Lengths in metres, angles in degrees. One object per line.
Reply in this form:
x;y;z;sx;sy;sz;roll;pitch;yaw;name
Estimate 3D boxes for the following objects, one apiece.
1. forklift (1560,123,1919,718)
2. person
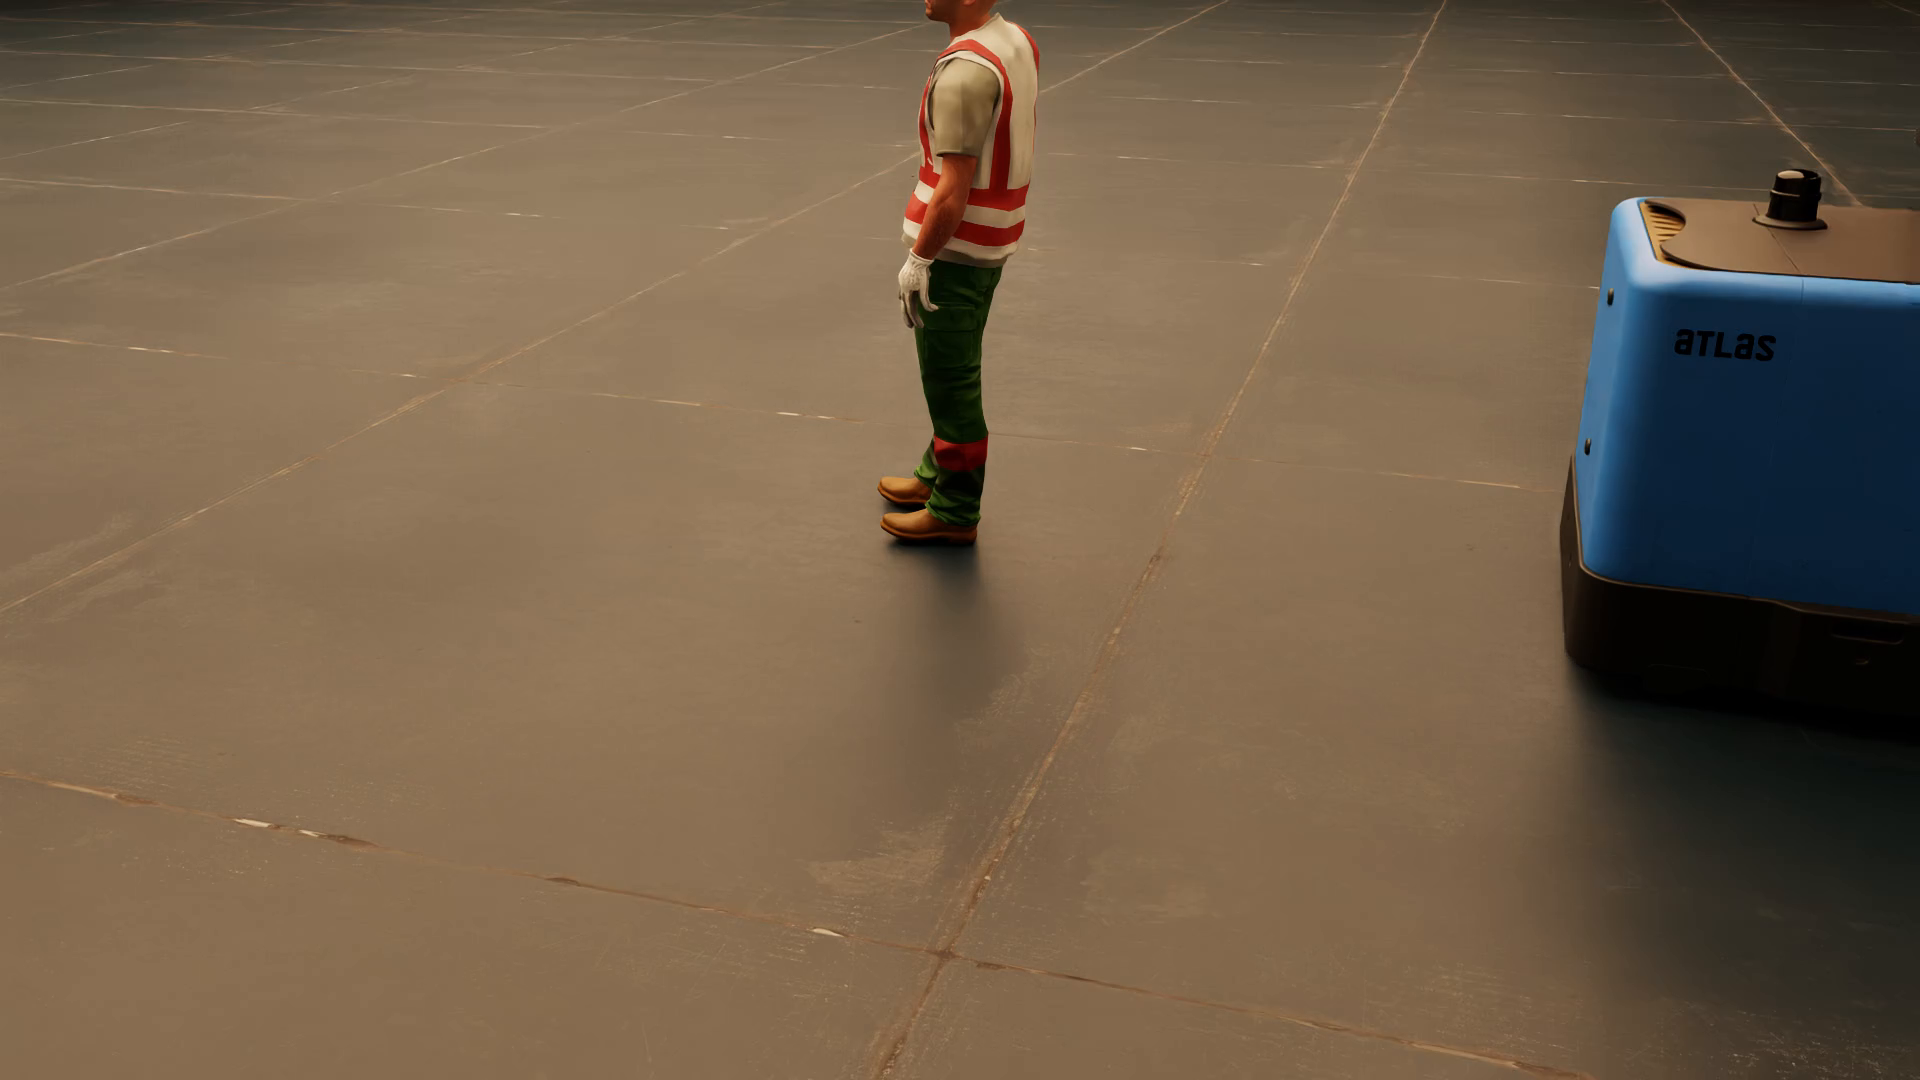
3.121;-0.988;3.673;3.031;2.935;1.130;7;23;16;forklift
-0.073;-0.847;4.809;0.564;1.787;0.637;7;23;16;person
